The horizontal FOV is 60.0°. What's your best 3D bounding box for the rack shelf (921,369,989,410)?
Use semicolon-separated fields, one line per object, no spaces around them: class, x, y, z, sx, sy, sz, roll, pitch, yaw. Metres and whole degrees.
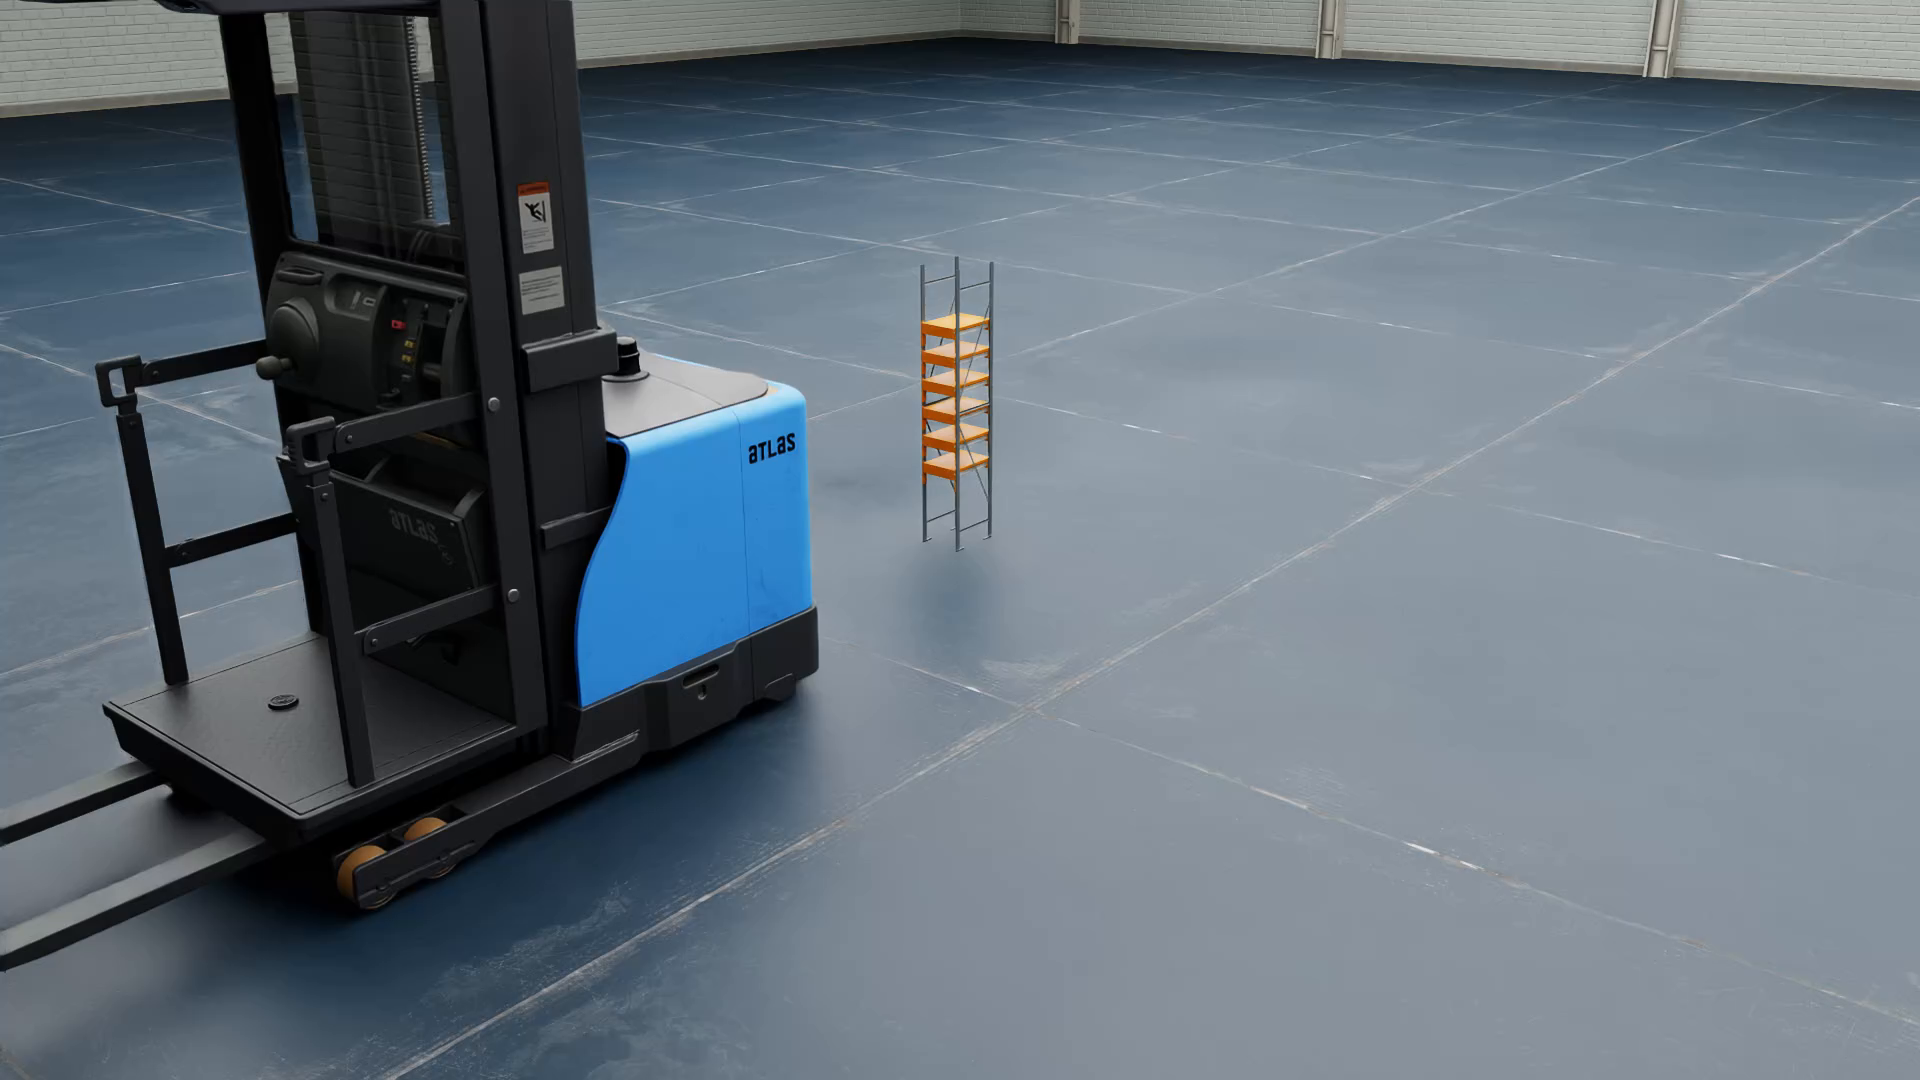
rack shelf;-0.011;-0.635;6.938;0.180;0.103;0.258;16;26;36

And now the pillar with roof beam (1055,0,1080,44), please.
pillar with roof beam;-0.501;-13.359;29.839;0.400;9.000;9.100;16;26;36

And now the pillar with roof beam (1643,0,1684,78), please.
pillar with roof beam;8.796;-10.681;22.739;0.400;9.000;9.100;16;26;36

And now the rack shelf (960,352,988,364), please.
rack shelf;-0.011;-0.766;6.889;0.166;0.020;0.199;16;26;36

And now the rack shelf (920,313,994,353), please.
rack shelf;-0.011;-0.860;6.854;0.180;0.103;0.258;16;26;36

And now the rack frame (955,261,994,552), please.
rack frame;0.060;-0.544;6.911;0.006;1.200;0.240;16;26;36

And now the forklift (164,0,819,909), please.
forklift;-1.810;-0.569;4.524;1.130;2.935;3.031;16;26;36

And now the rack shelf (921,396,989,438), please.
rack shelf;-0.011;-0.523;6.981;0.180;0.103;0.258;16;26;36

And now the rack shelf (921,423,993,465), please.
rack shelf;-0.011;-0.411;7.023;0.180;0.103;0.258;16;26;36

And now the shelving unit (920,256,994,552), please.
shelving unit;-0.011;-0.565;6.965;0.189;1.200;0.258;16;26;36

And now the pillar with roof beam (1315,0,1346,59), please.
pillar with roof beam;4.148;-12.020;26.289;0.400;9.000;9.100;16;26;36

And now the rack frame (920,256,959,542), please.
rack frame;-0.082;-0.585;7.019;0.006;1.200;0.240;16;26;36
